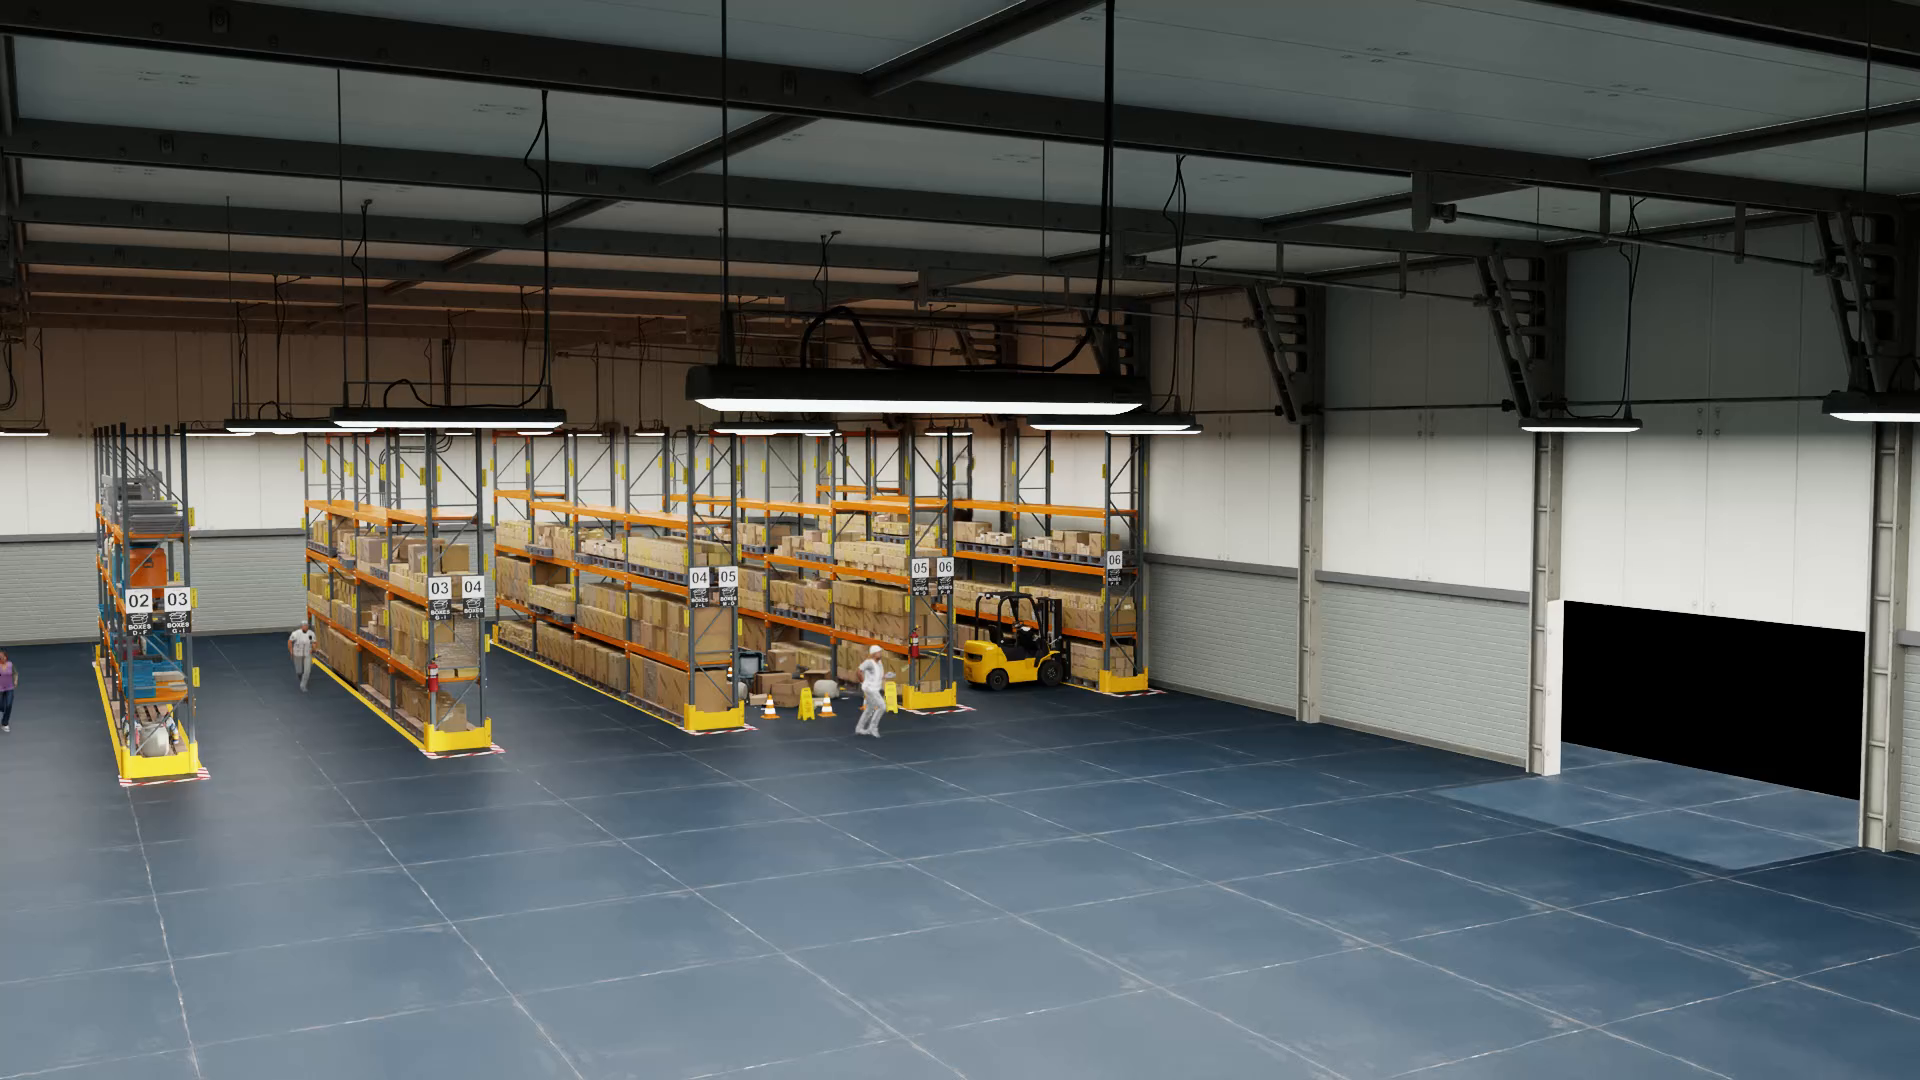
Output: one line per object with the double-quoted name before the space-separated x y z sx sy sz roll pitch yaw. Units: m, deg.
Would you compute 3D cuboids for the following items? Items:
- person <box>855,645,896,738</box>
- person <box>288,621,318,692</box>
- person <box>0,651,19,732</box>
"person" -1.643 2.846 31.915 0.780 1.665 0.680 1 4 13
"person" -15.012 2.641 37.991 0.635 1.634 0.672 -2 4 -28
"person" -18.853 2.968 32.779 0.541 1.582 0.646 -3 5 -43
